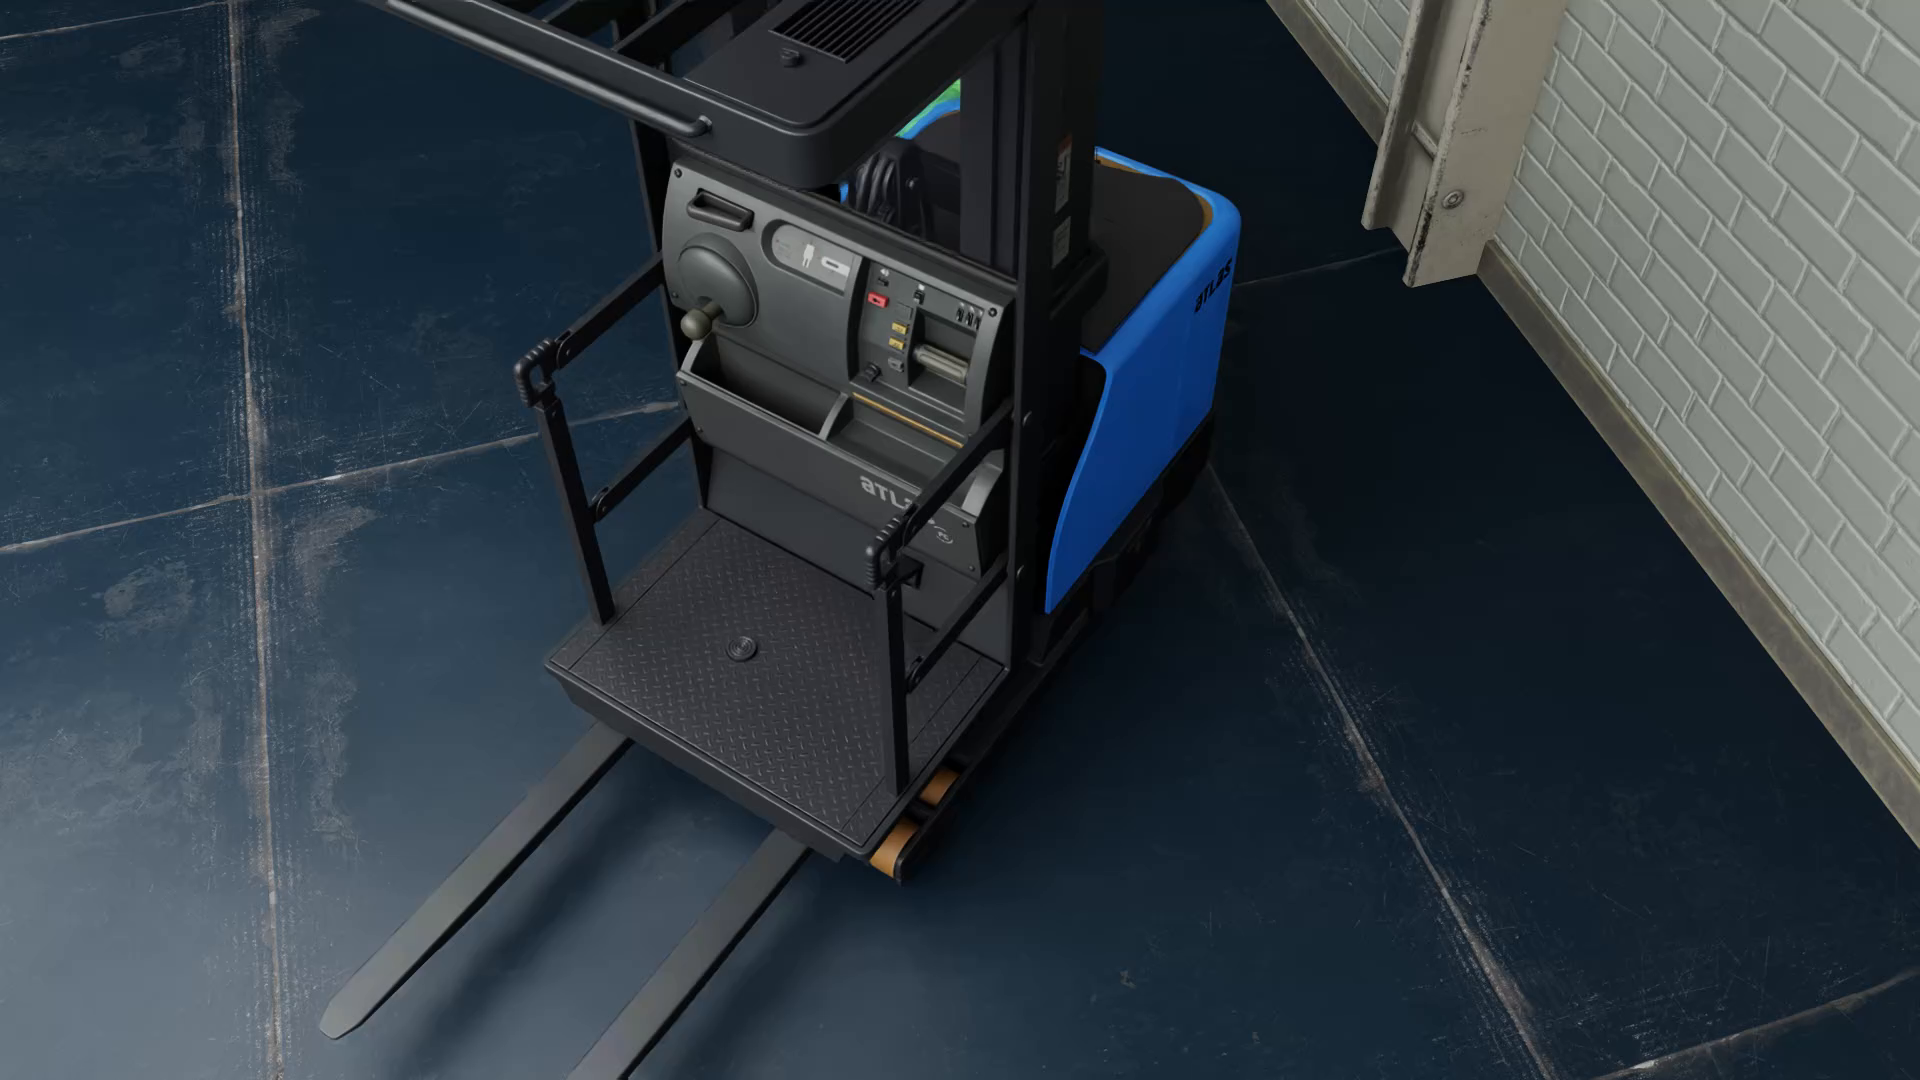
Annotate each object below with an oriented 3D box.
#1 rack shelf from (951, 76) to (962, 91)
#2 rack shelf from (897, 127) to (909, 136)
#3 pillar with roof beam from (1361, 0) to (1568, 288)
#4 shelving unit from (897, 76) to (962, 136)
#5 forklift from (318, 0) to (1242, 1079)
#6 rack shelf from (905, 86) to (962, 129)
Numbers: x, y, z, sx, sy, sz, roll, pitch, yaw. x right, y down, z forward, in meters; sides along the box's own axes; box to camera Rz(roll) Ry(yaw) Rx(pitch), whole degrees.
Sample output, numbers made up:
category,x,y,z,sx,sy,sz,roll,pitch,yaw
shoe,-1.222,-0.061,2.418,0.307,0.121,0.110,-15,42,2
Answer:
category,x,y,z,sx,sy,sz,roll,pitch,yaw
rack shelf,-0.059,-1.530,5.211,0.480,0.148,0.258,32,57,24
rack shelf,-0.059,-1.221,5.578,0.480,0.148,0.258,32,57,24
pillar with roof beam,-2.400,-3.019,1.910,9.100,9.000,0.400,-13,51,-11
shelving unit,-0.059,-1.262,5.529,0.503,1.200,0.258,32,57,24
forklift,-0.426,-0.460,3.721,1.130,2.935,3.031,27,55,21
rack shelf,-0.059,-1.375,5.394,0.480,0.148,0.258,32,57,24
